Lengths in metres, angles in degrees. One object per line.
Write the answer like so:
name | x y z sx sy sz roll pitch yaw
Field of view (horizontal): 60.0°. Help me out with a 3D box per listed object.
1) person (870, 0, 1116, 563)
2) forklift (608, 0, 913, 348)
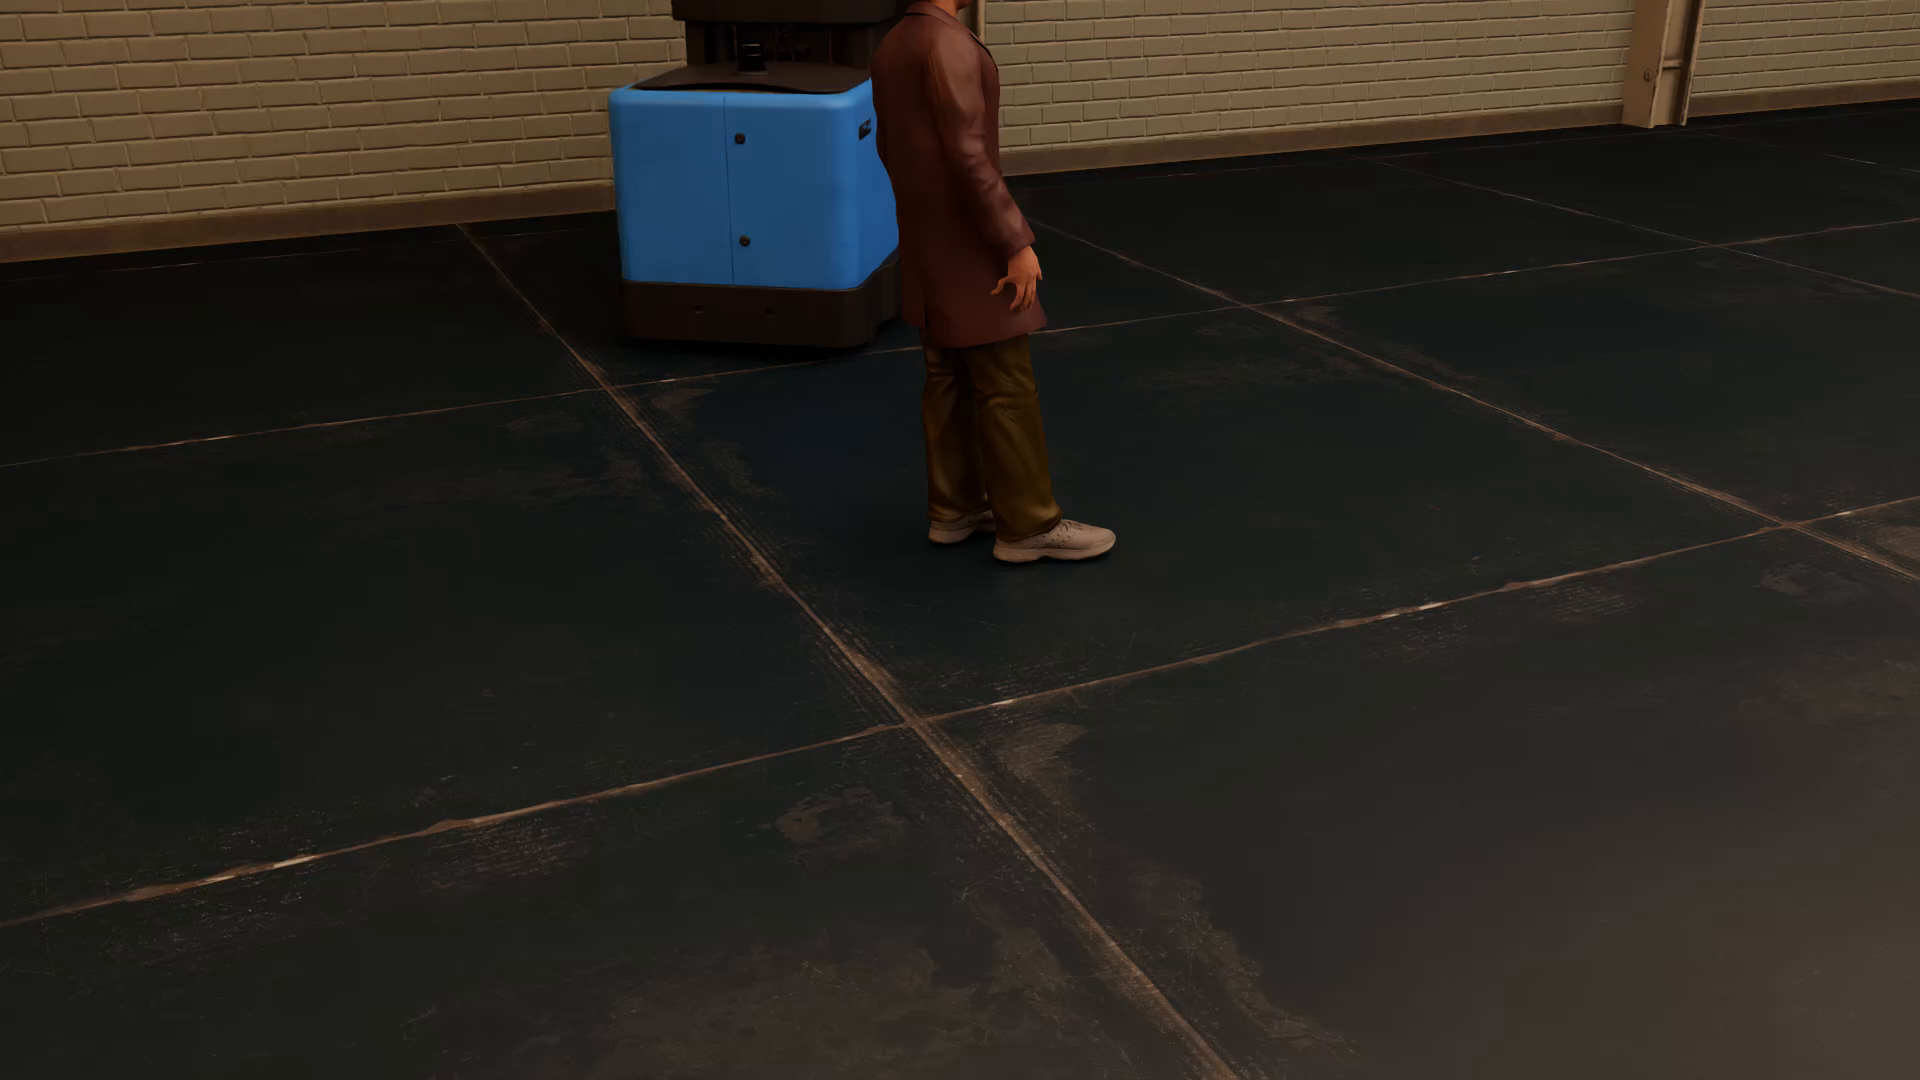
person | 0.084 -0.841 4.794 0.582 1.776 0.696 -10 25 -23
forklift | -0.668 -2.673 7.721 1.130 2.935 3.031 4 23 9
